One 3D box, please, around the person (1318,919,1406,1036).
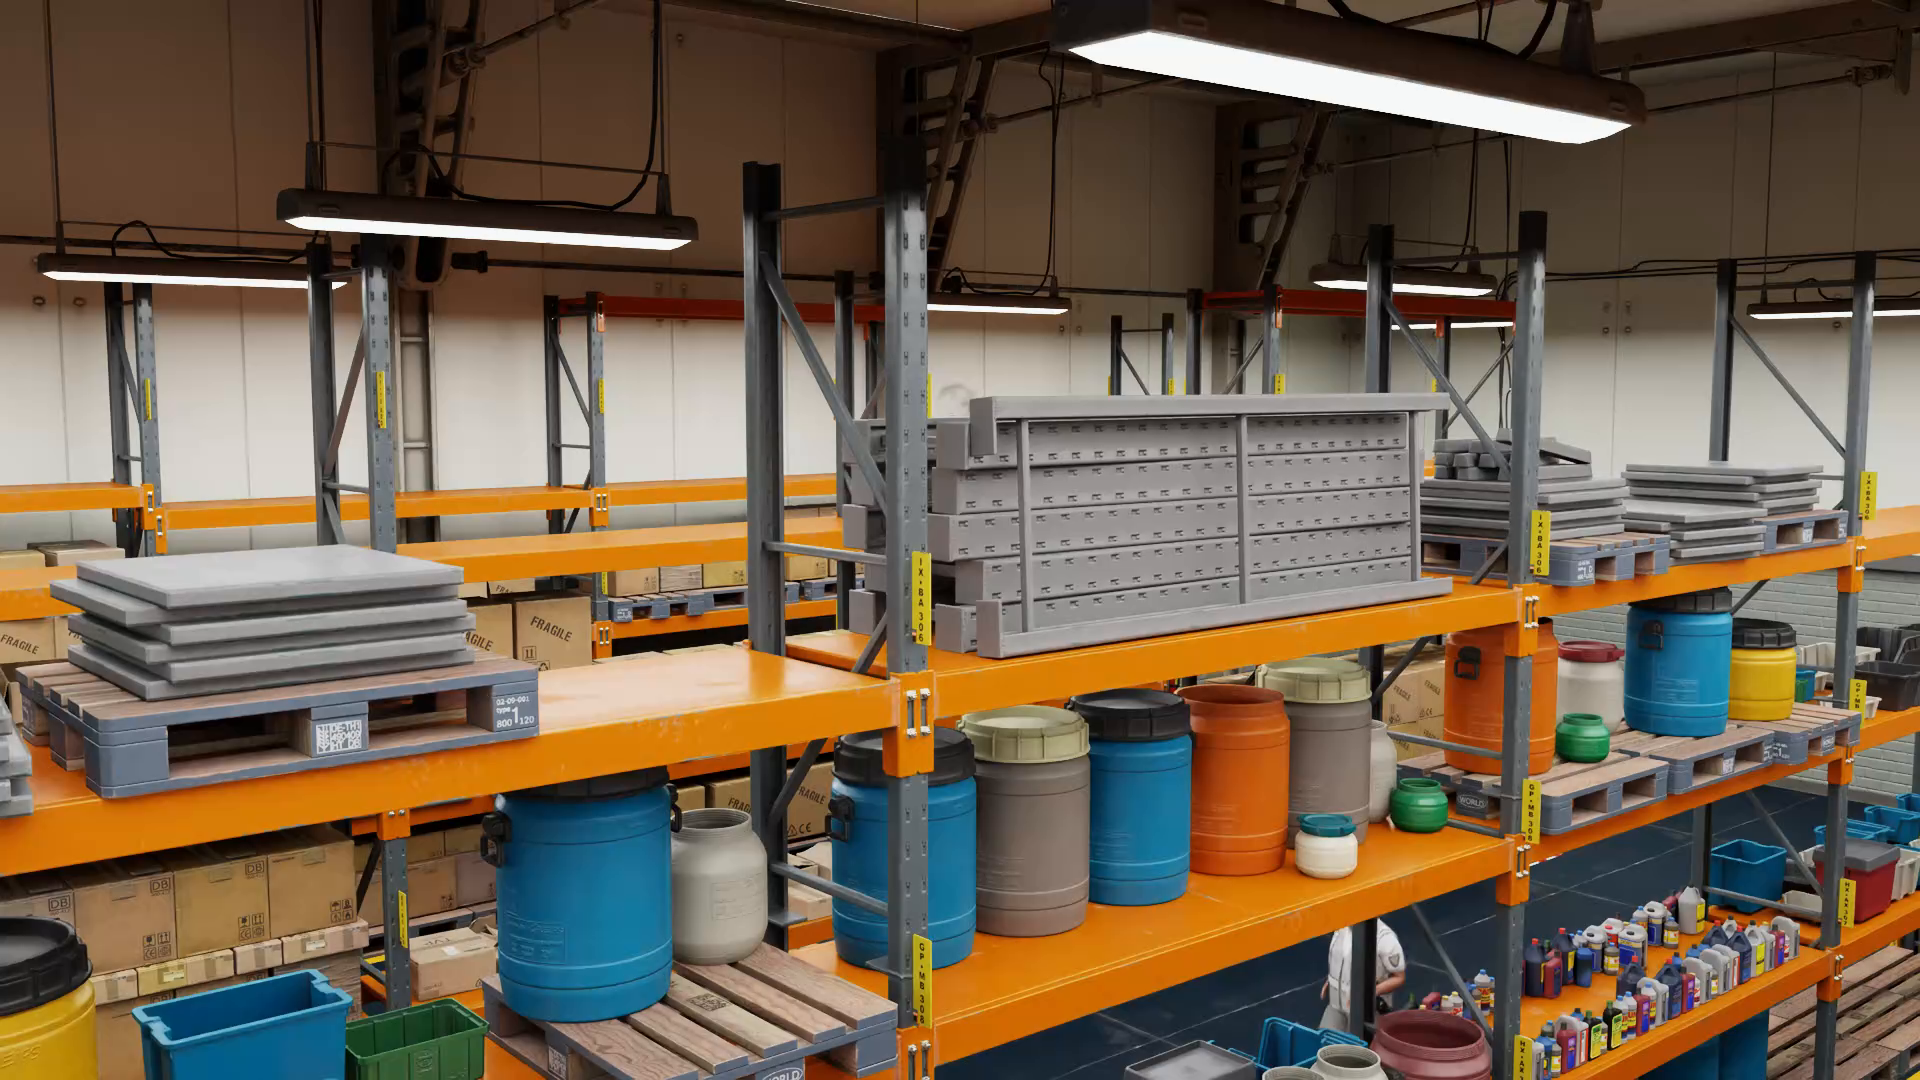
[{"bbox_3d":[2.743,3.194,11.492,0.618,1.733,0.658,-4,7,-35],"label":"person"}]
